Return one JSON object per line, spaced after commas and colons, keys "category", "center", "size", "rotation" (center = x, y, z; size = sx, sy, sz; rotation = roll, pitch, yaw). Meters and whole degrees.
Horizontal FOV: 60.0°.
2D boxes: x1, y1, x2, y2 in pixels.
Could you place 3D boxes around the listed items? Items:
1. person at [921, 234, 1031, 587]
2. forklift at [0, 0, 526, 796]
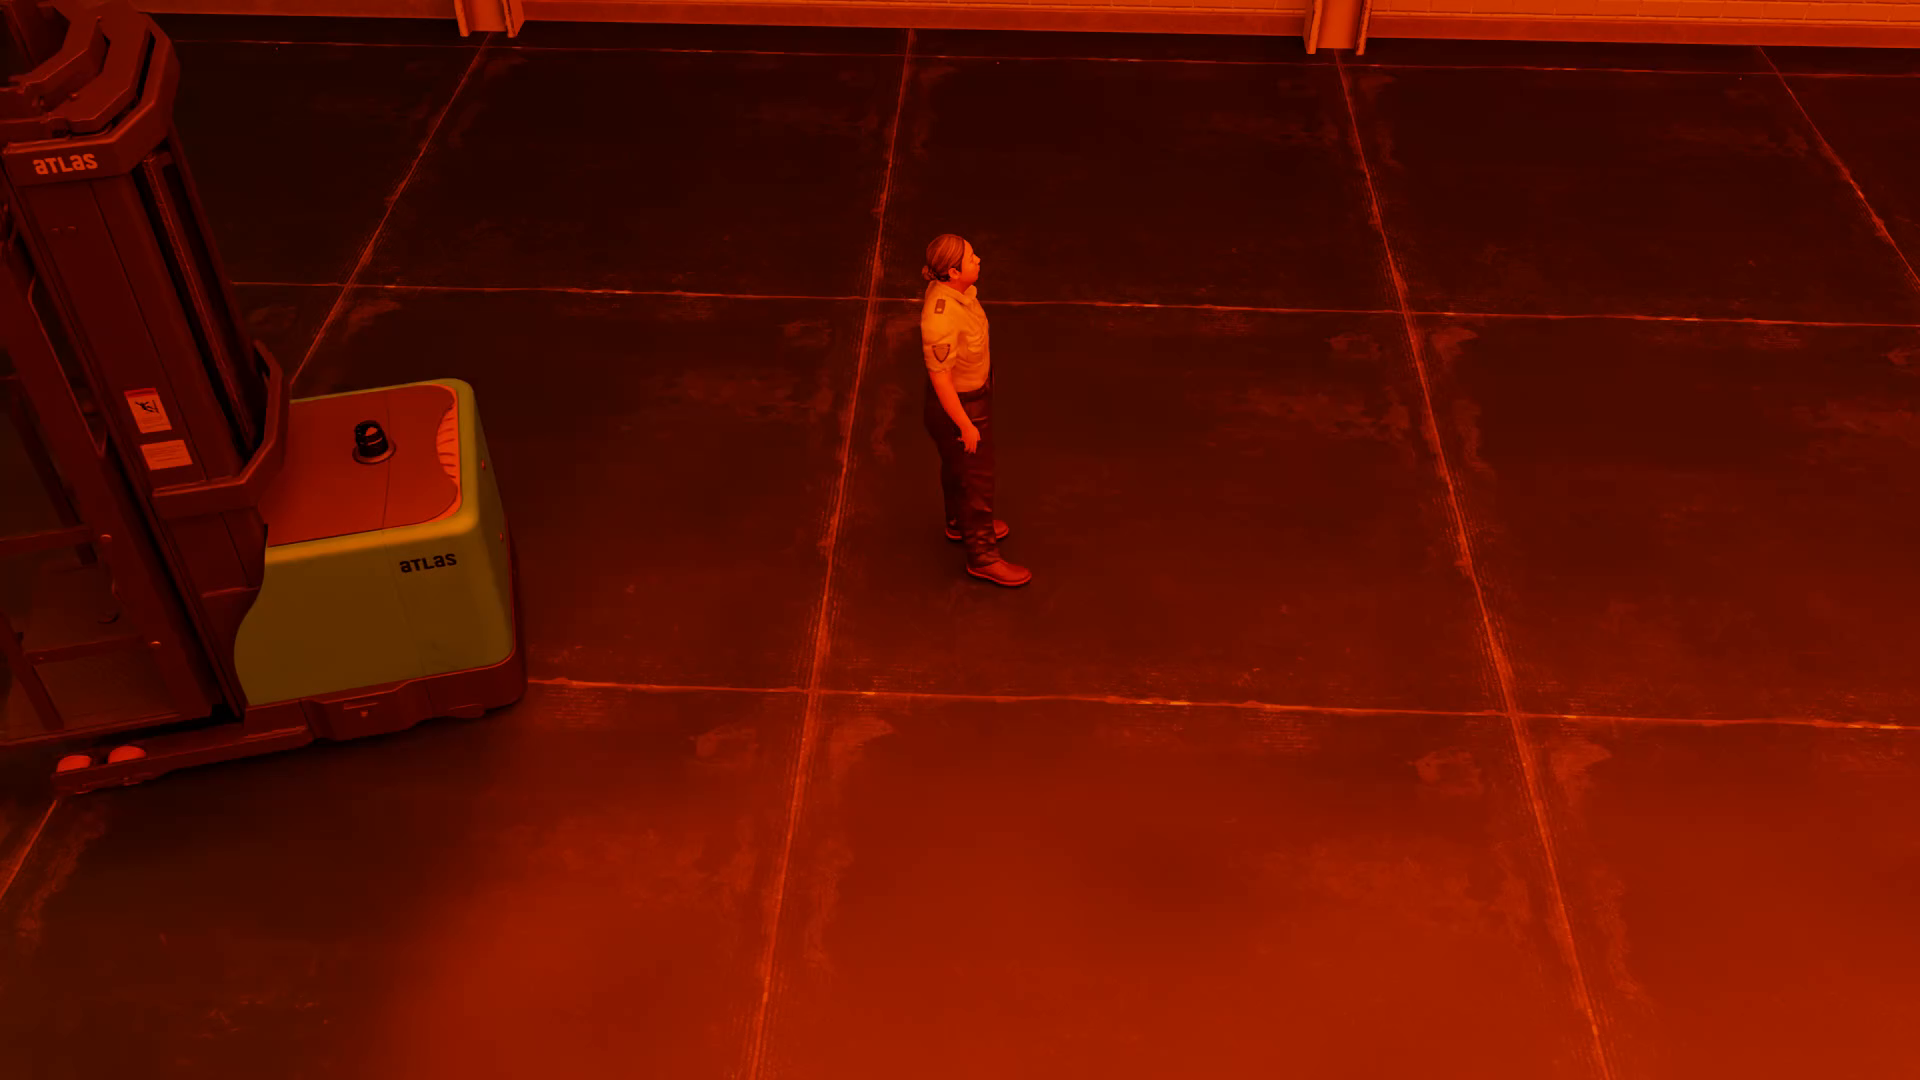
{"category": "person", "center": [0.088, -0.592, 7.339], "size": [0.503, 1.640, 0.598], "rotation": [2, 42, 2]}
{"category": "forklift", "center": [-3.432, -0.442, 6.227], "size": [3.031, 2.935, 1.130], "rotation": [-9, 43, -10]}
